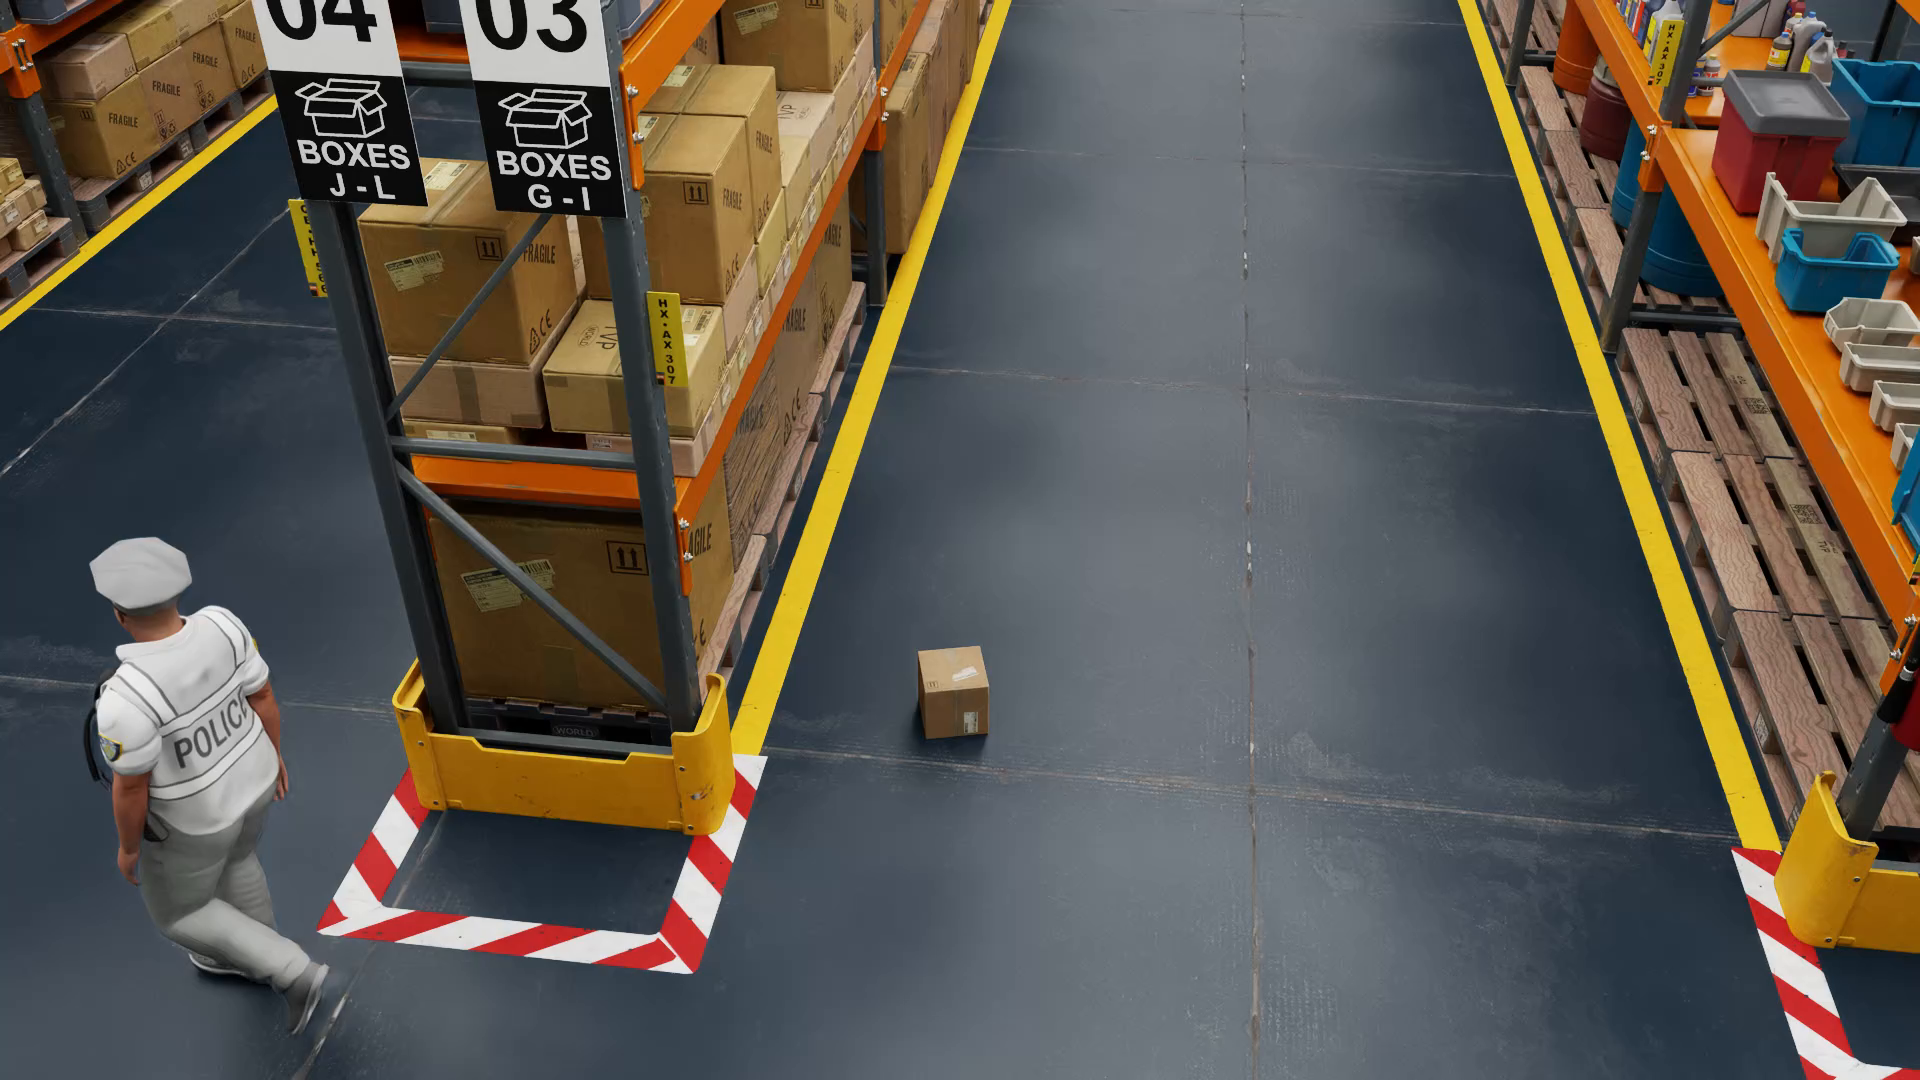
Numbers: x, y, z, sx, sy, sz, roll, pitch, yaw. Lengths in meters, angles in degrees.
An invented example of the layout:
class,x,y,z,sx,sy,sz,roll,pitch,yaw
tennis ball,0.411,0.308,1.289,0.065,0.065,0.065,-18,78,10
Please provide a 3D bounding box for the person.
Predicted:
class,x,y,z,sx,sy,sz,roll,pitch,yaw
person,-2.265,0.769,5.029,0.695,1.747,0.578,12,37,16
